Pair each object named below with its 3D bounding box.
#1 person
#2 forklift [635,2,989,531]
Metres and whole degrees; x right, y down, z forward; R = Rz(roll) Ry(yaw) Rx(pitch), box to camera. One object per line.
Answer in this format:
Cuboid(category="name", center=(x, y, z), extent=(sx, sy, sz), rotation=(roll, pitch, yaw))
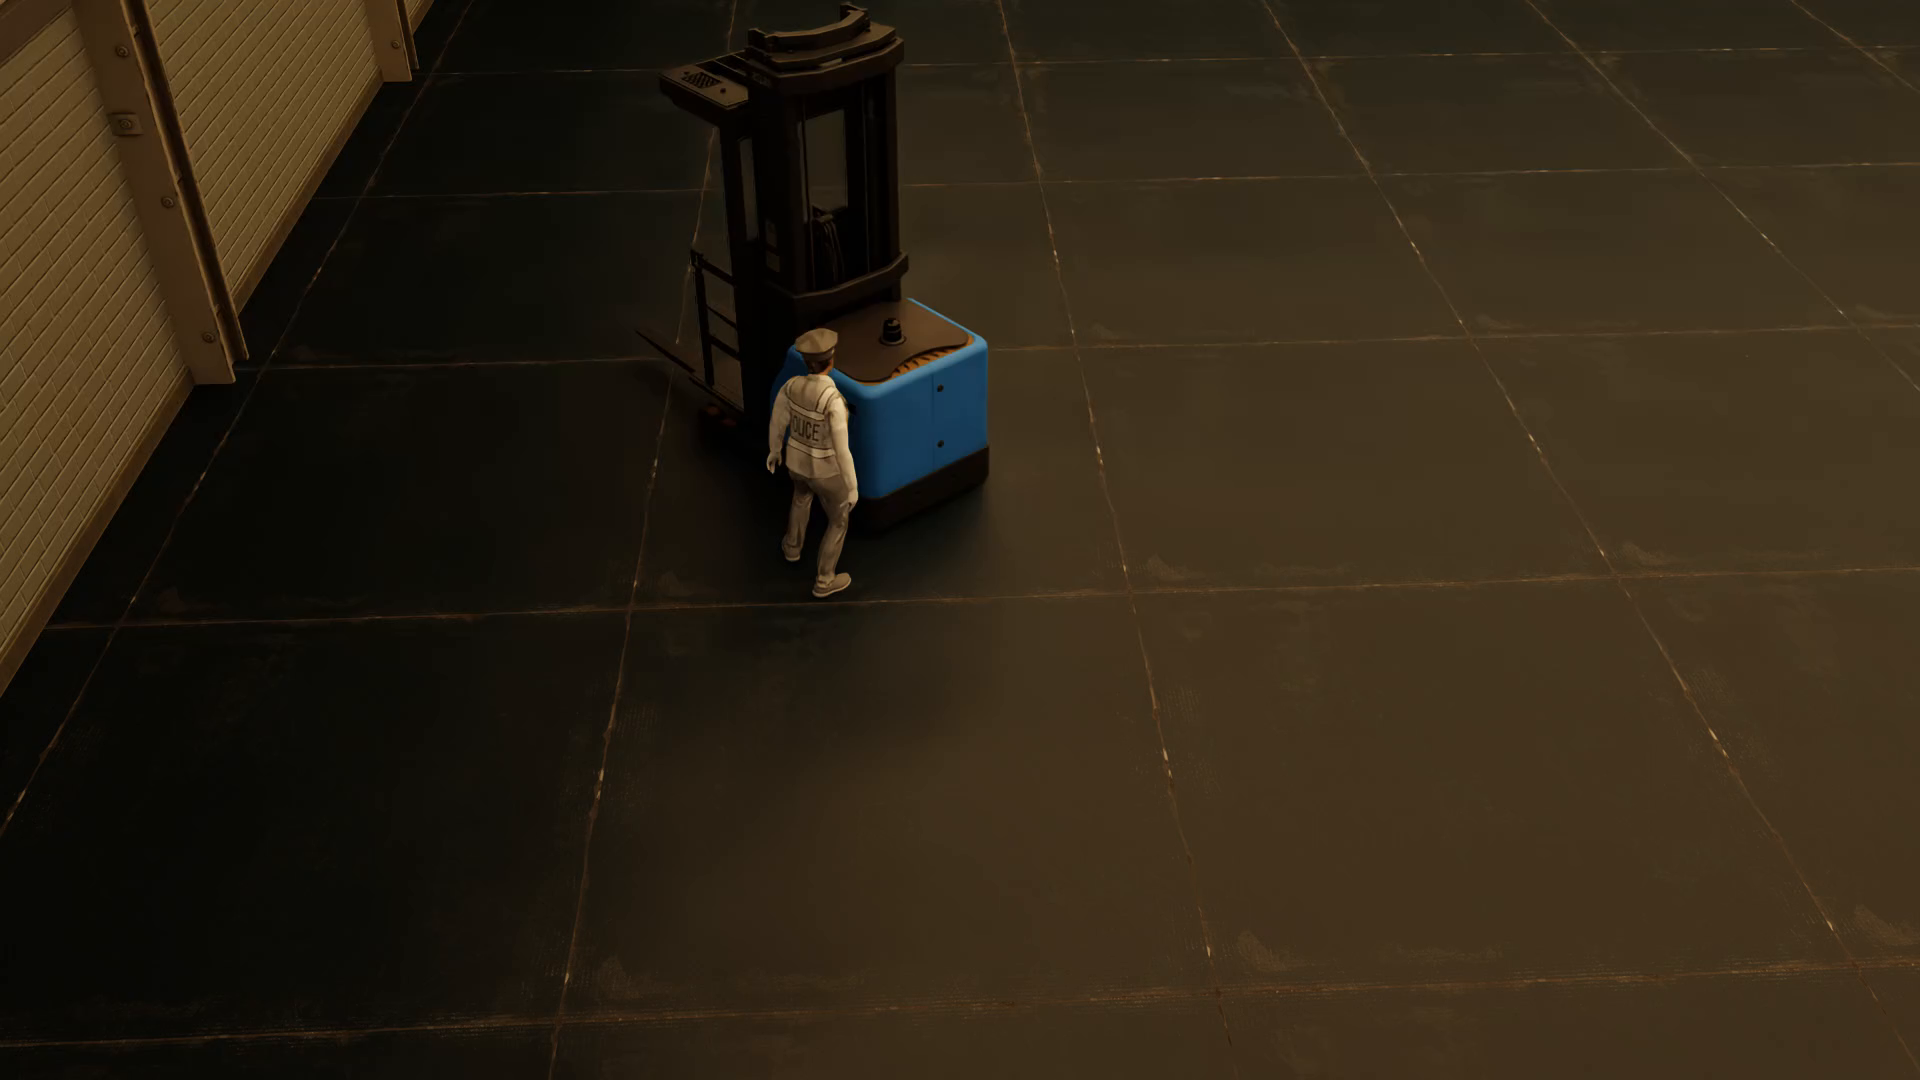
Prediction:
Cuboid(category="person", center=(-0.844, -0.441, 9.724), extent=(0.794, 1.642, 0.398), rotation=(25, 43, 31))
Cuboid(category="forklift", center=(-1.157, -2.033, 10.802), extent=(1.130, 2.935, 3.031), rotation=(-27, 44, -32))
